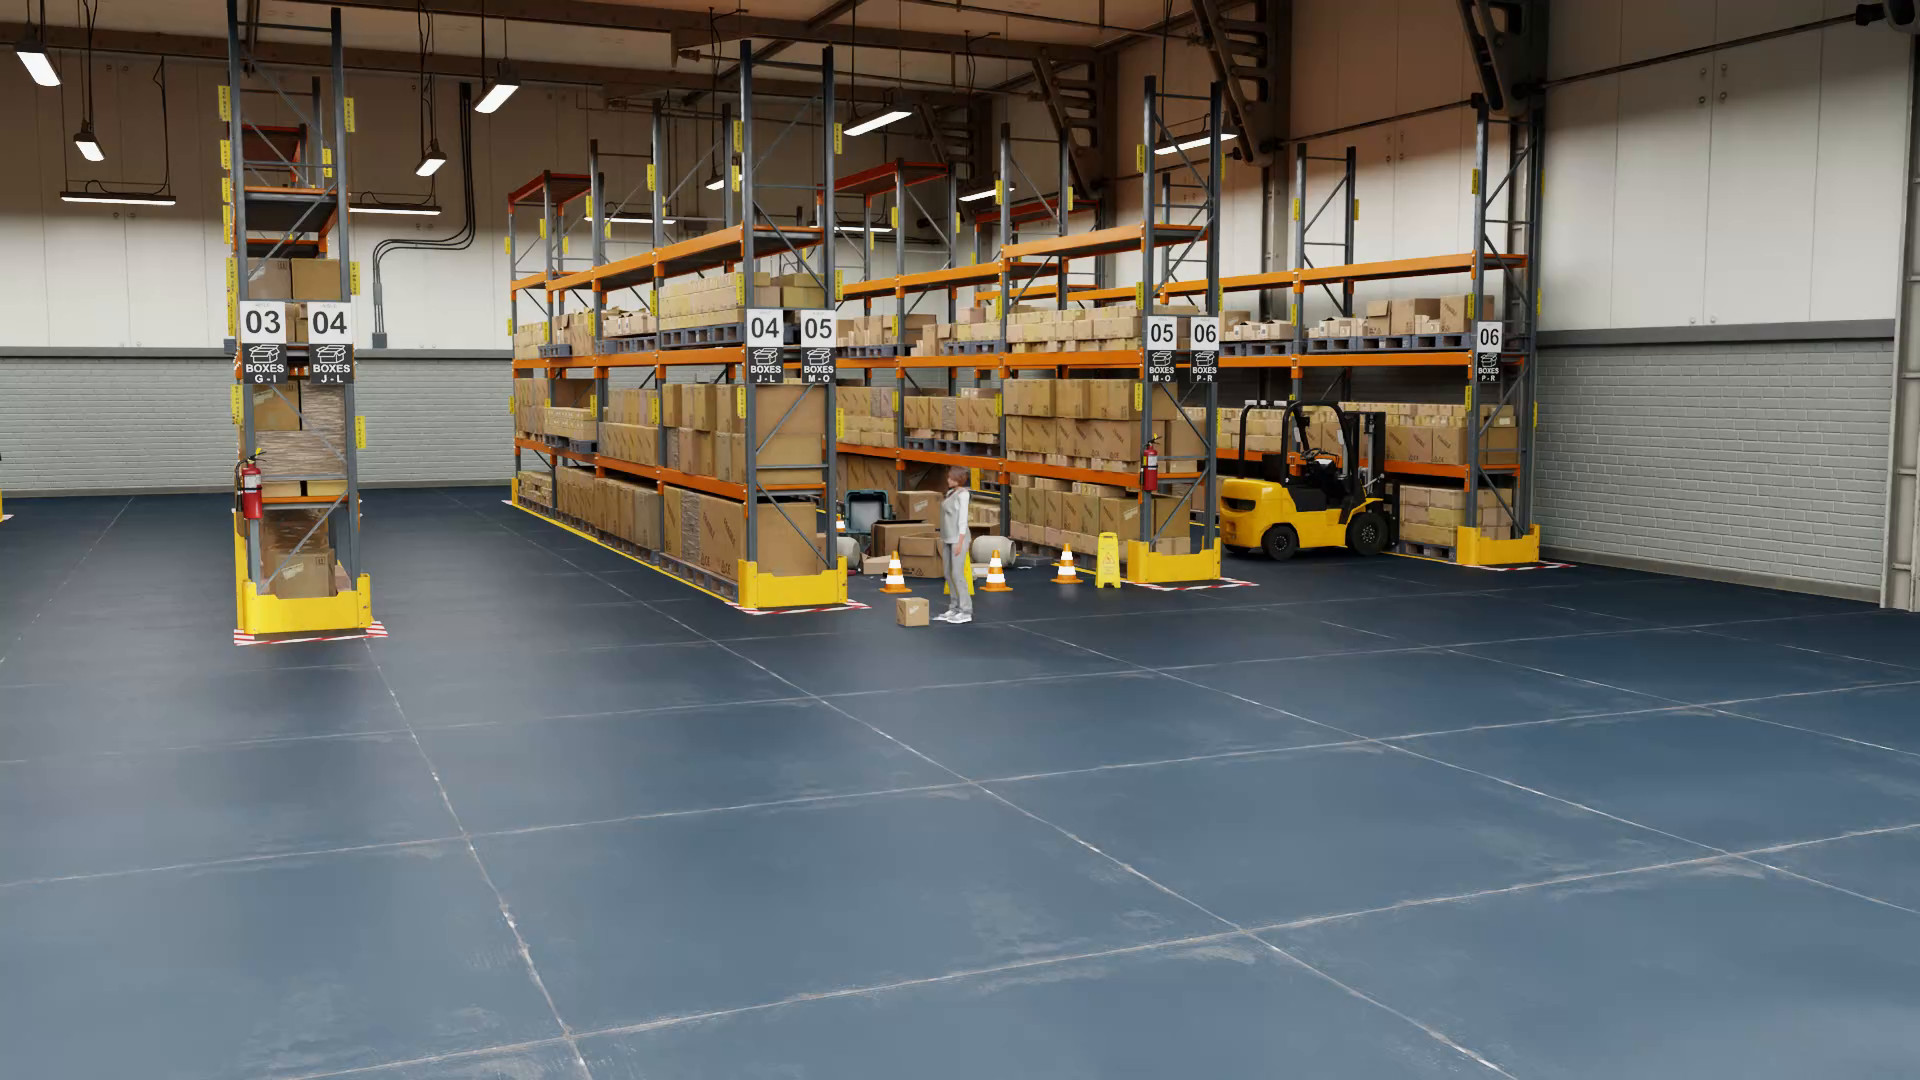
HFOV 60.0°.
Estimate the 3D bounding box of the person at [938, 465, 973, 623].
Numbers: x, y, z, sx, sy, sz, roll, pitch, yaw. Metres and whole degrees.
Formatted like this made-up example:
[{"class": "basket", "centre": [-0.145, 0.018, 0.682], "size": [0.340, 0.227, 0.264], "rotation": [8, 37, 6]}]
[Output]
[{"class": "person", "centre": [-0.037, 0.055, 16.847], "size": [0.310, 1.562, 0.406], "rotation": [-2, 6, -22]}]
